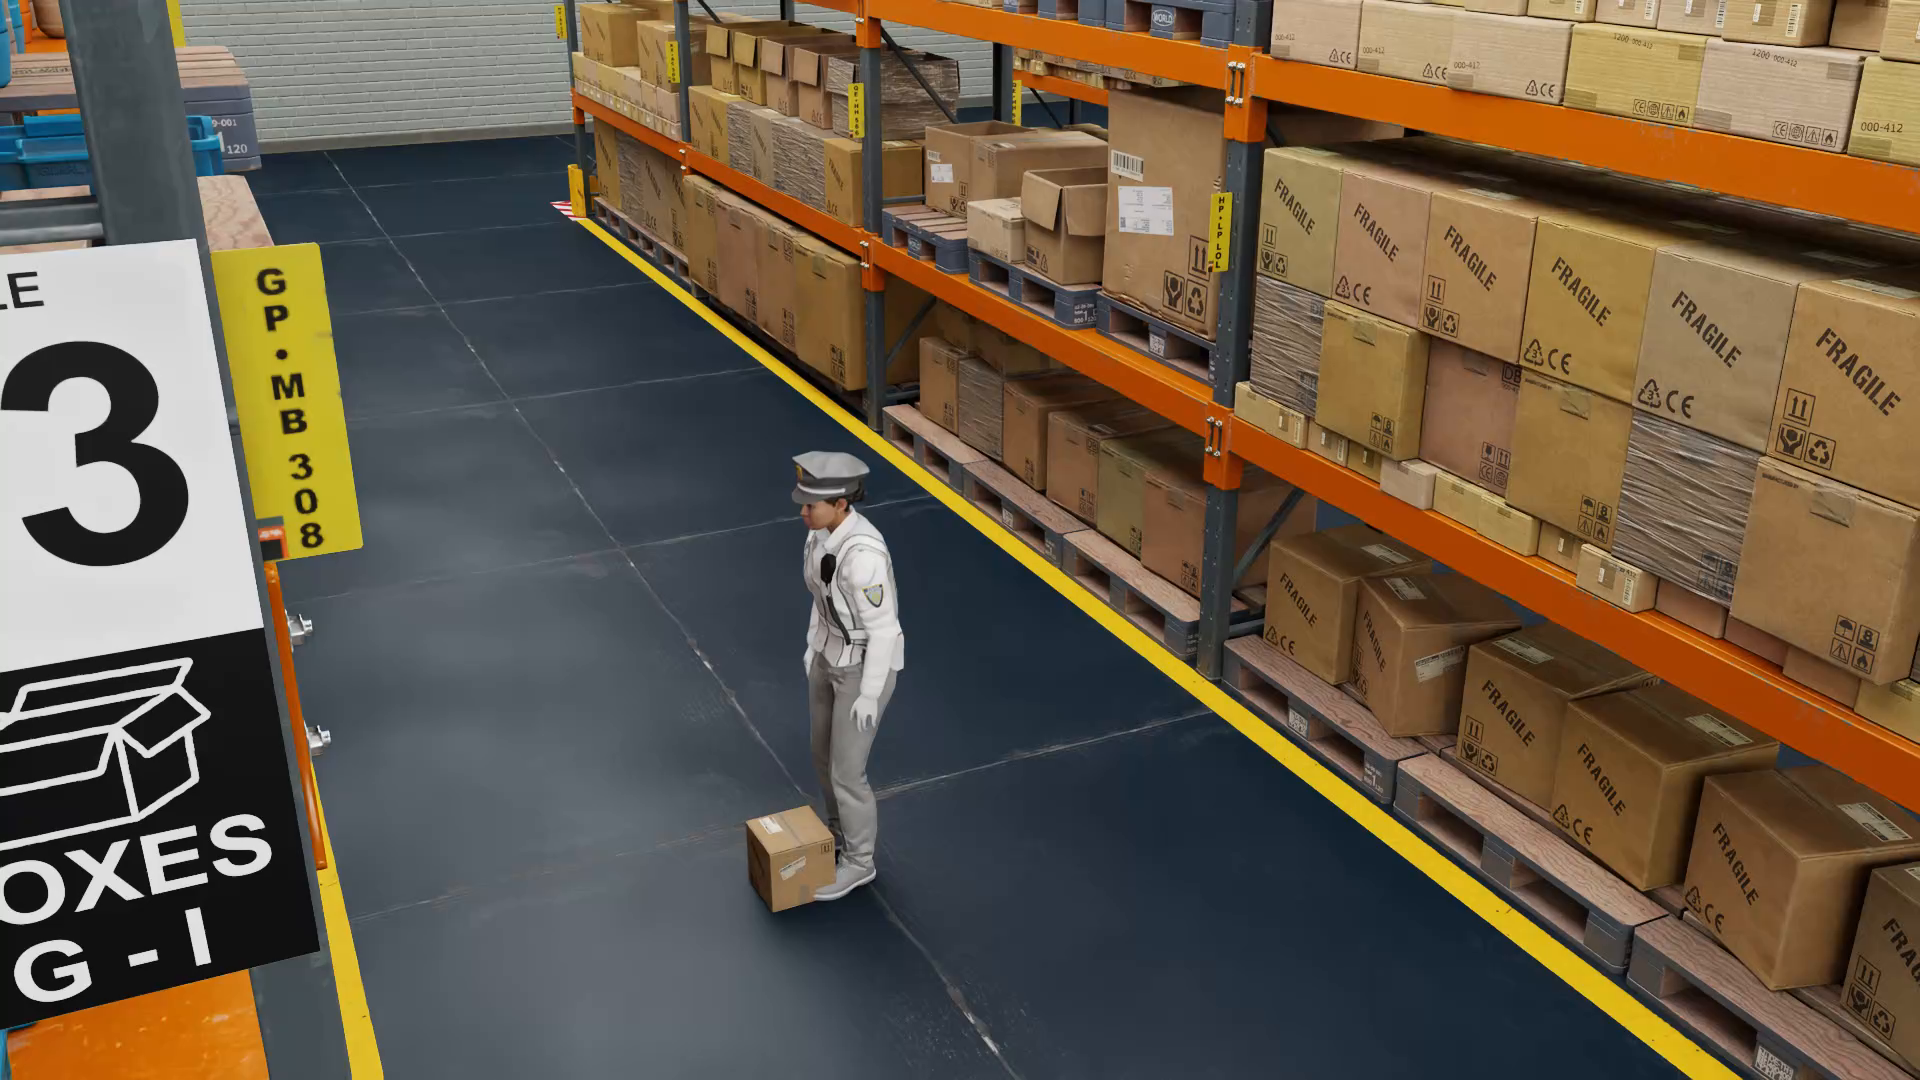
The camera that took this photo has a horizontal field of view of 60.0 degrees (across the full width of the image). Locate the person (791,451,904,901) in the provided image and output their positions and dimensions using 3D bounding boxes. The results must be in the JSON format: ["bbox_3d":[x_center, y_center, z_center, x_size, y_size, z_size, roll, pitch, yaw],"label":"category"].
[{"bbox_3d":[-0.422,0.475,5.929,0.413,1.662,0.523,-11,25,-26],"label":"person"}]
